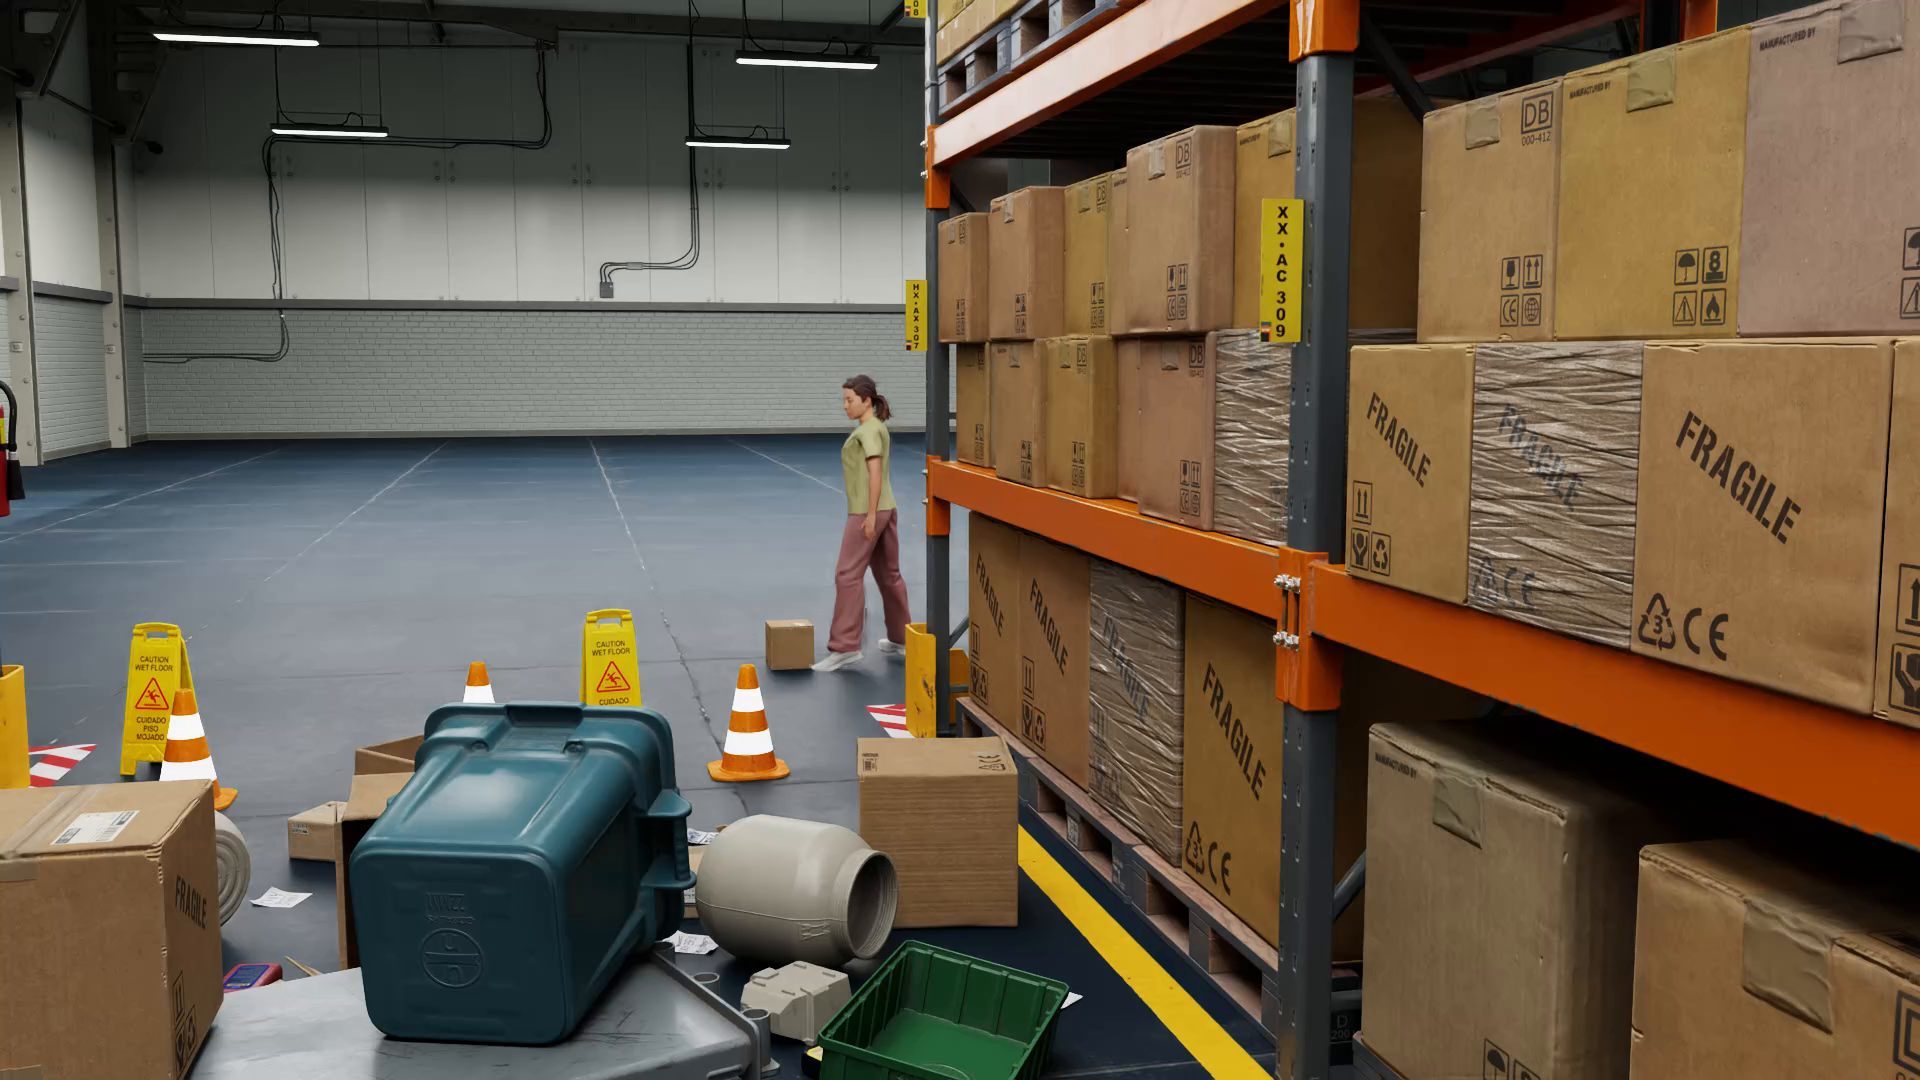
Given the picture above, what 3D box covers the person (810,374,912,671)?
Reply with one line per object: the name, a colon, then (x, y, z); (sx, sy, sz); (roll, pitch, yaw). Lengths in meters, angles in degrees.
person: (-0.549, -0.109, 9.690); (0.517, 1.708, 0.651); (1, 6, 11)
